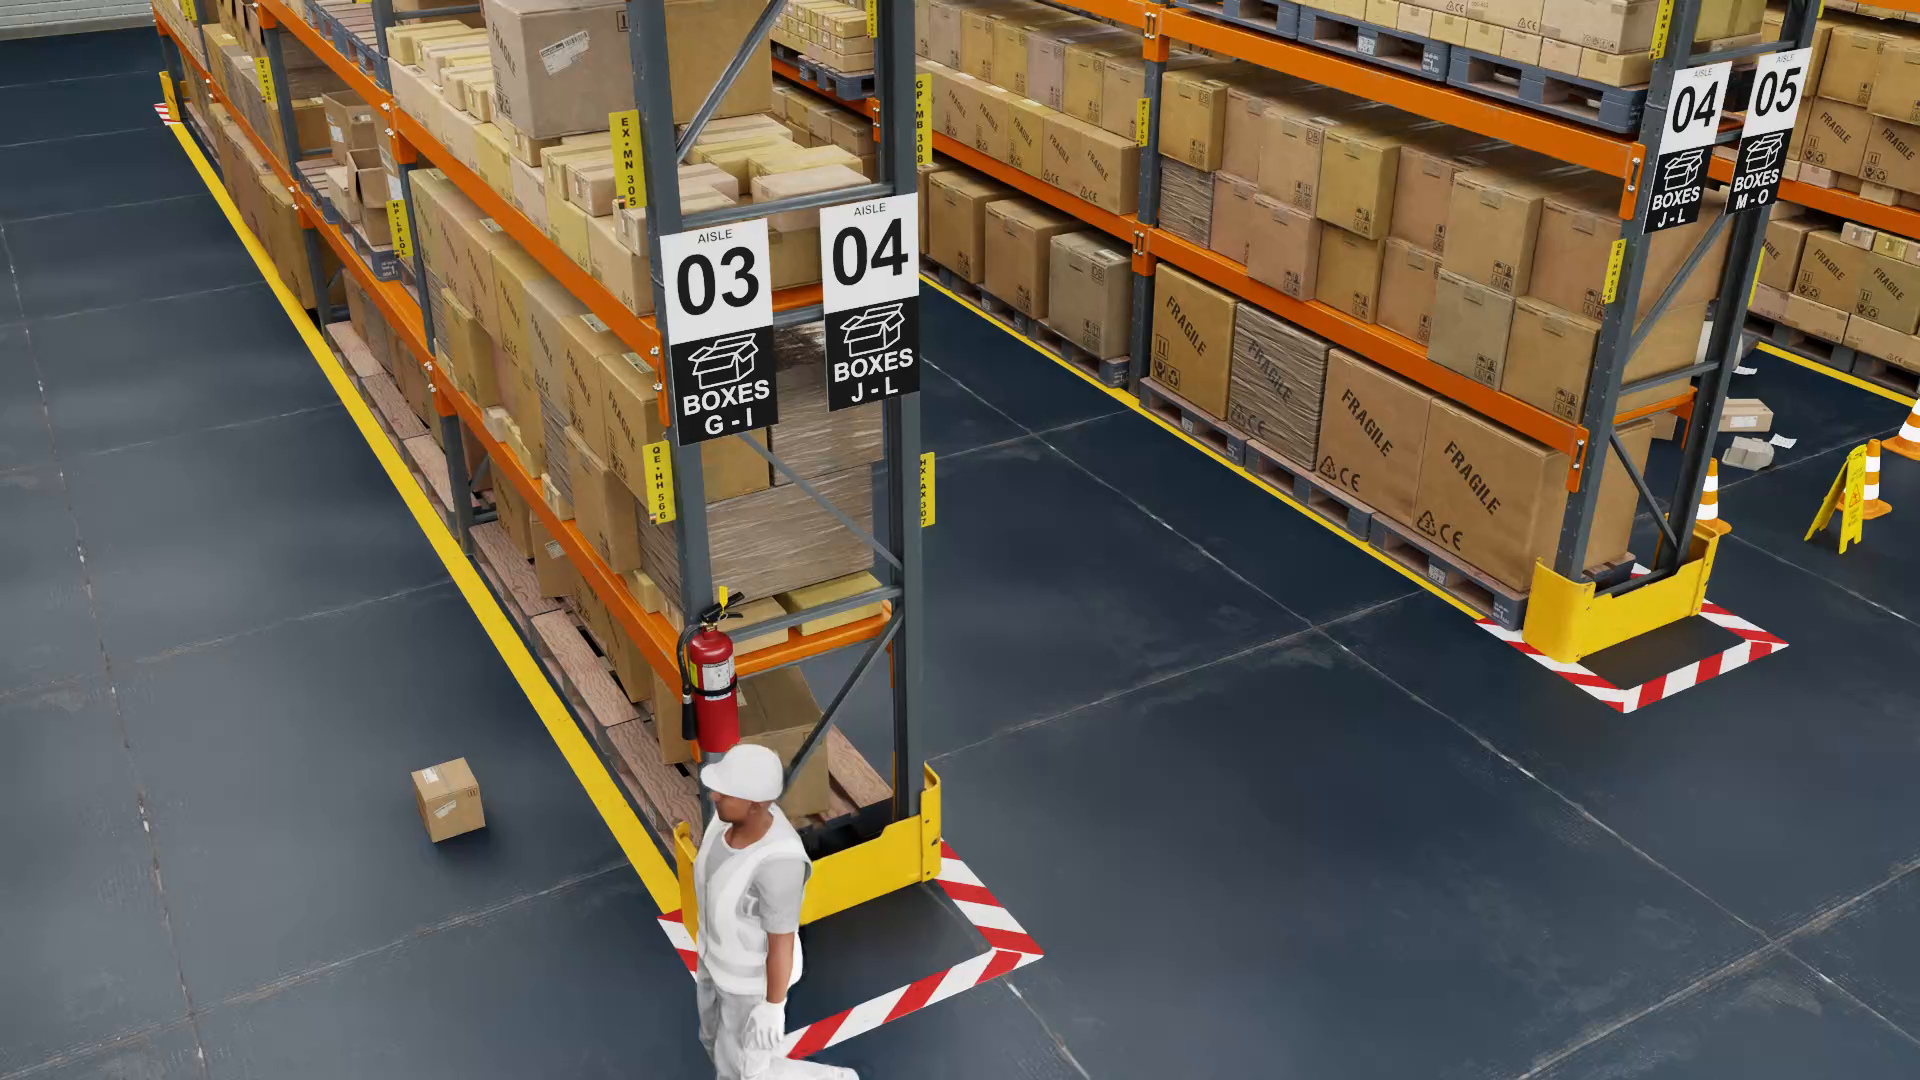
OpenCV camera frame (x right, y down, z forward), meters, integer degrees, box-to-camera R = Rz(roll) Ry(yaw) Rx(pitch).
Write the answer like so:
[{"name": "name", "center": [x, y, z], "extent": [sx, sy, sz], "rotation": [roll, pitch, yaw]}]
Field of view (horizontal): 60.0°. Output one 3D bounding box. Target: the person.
[{"name": "person", "center": [-0.711, 1.469, 5.818], "extent": [0.620, 1.768, 0.582], "rotation": [-15, 32, -25]}]
